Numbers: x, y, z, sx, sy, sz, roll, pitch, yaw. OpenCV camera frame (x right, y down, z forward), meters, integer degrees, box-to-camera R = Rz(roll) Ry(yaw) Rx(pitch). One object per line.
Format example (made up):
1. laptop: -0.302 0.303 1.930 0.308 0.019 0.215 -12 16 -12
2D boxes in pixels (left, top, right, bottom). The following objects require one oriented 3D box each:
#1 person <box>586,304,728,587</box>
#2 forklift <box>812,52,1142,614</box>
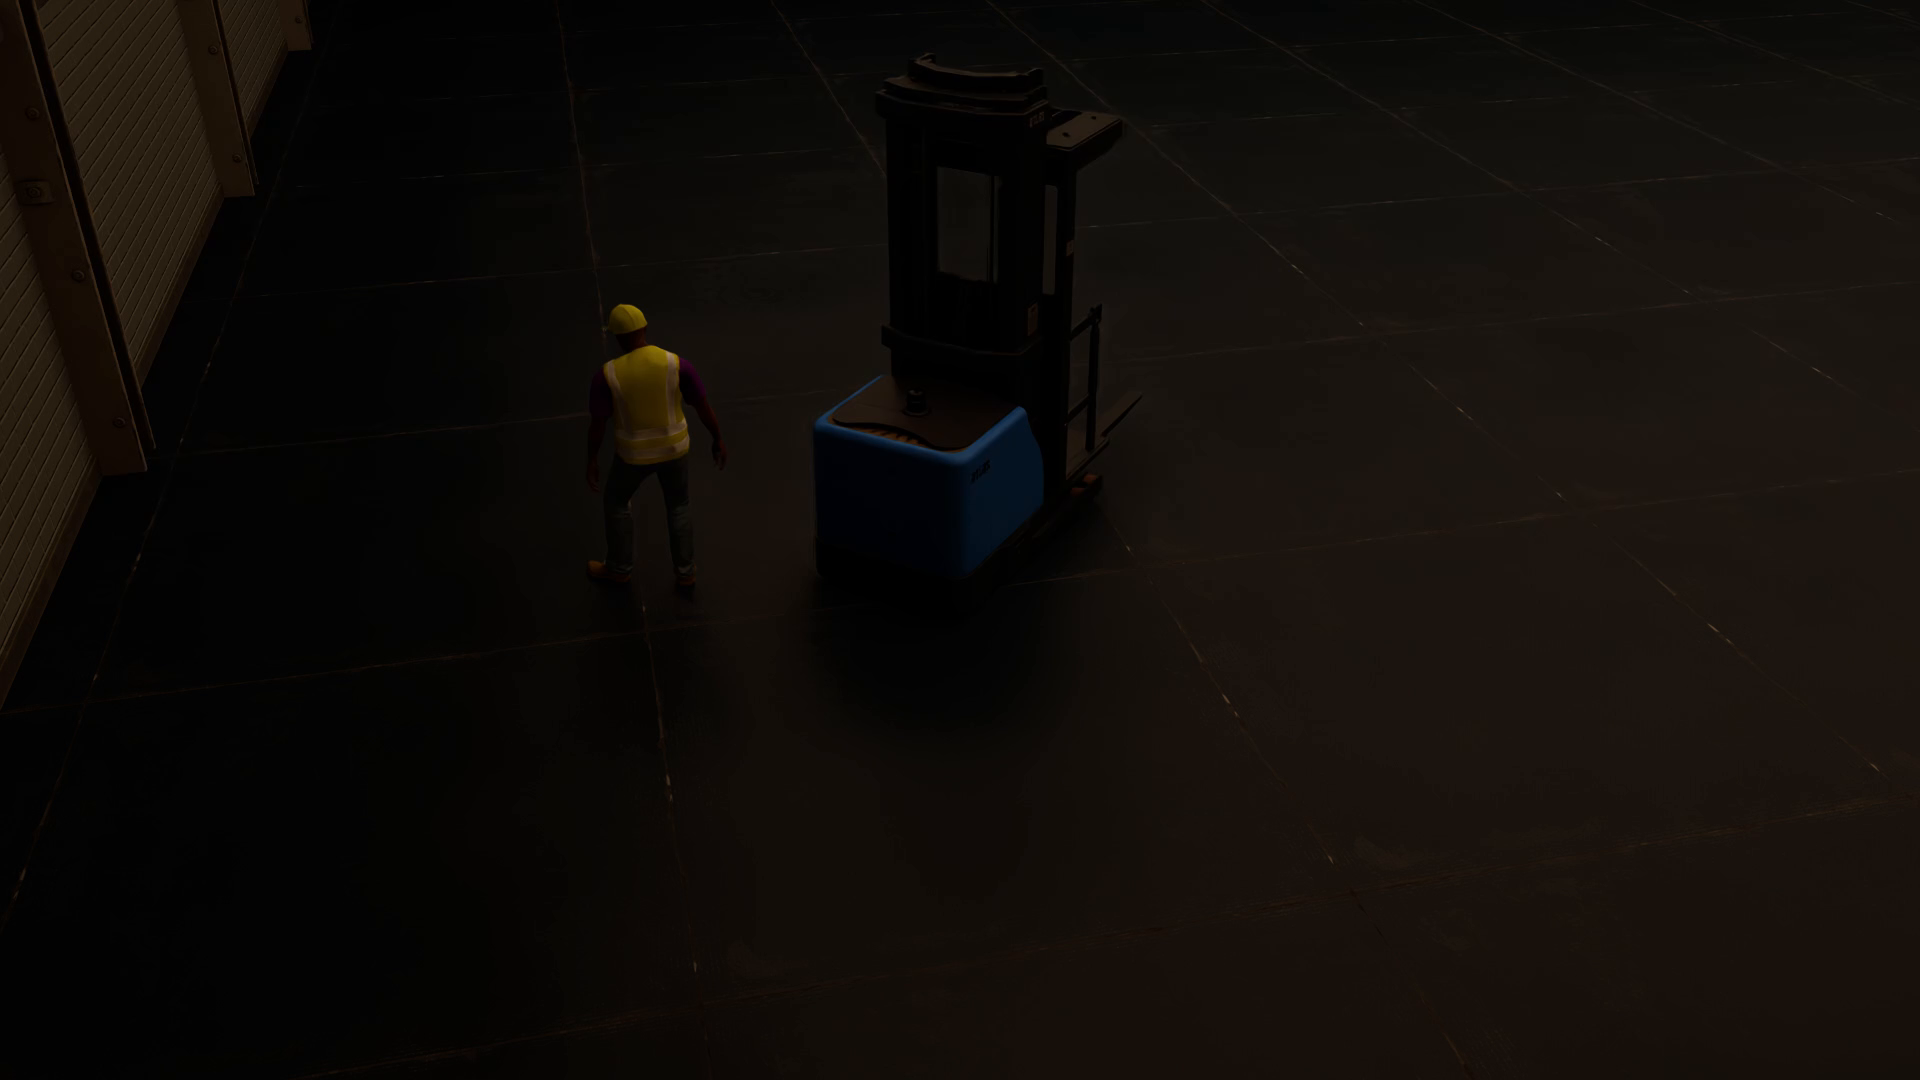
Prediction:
1. person: -1.821 -0.548 9.729 0.878 1.731 0.466 -9 31 -15
2. forklift: 0.283 -1.547 10.247 1.130 2.935 3.031 15 33 25
